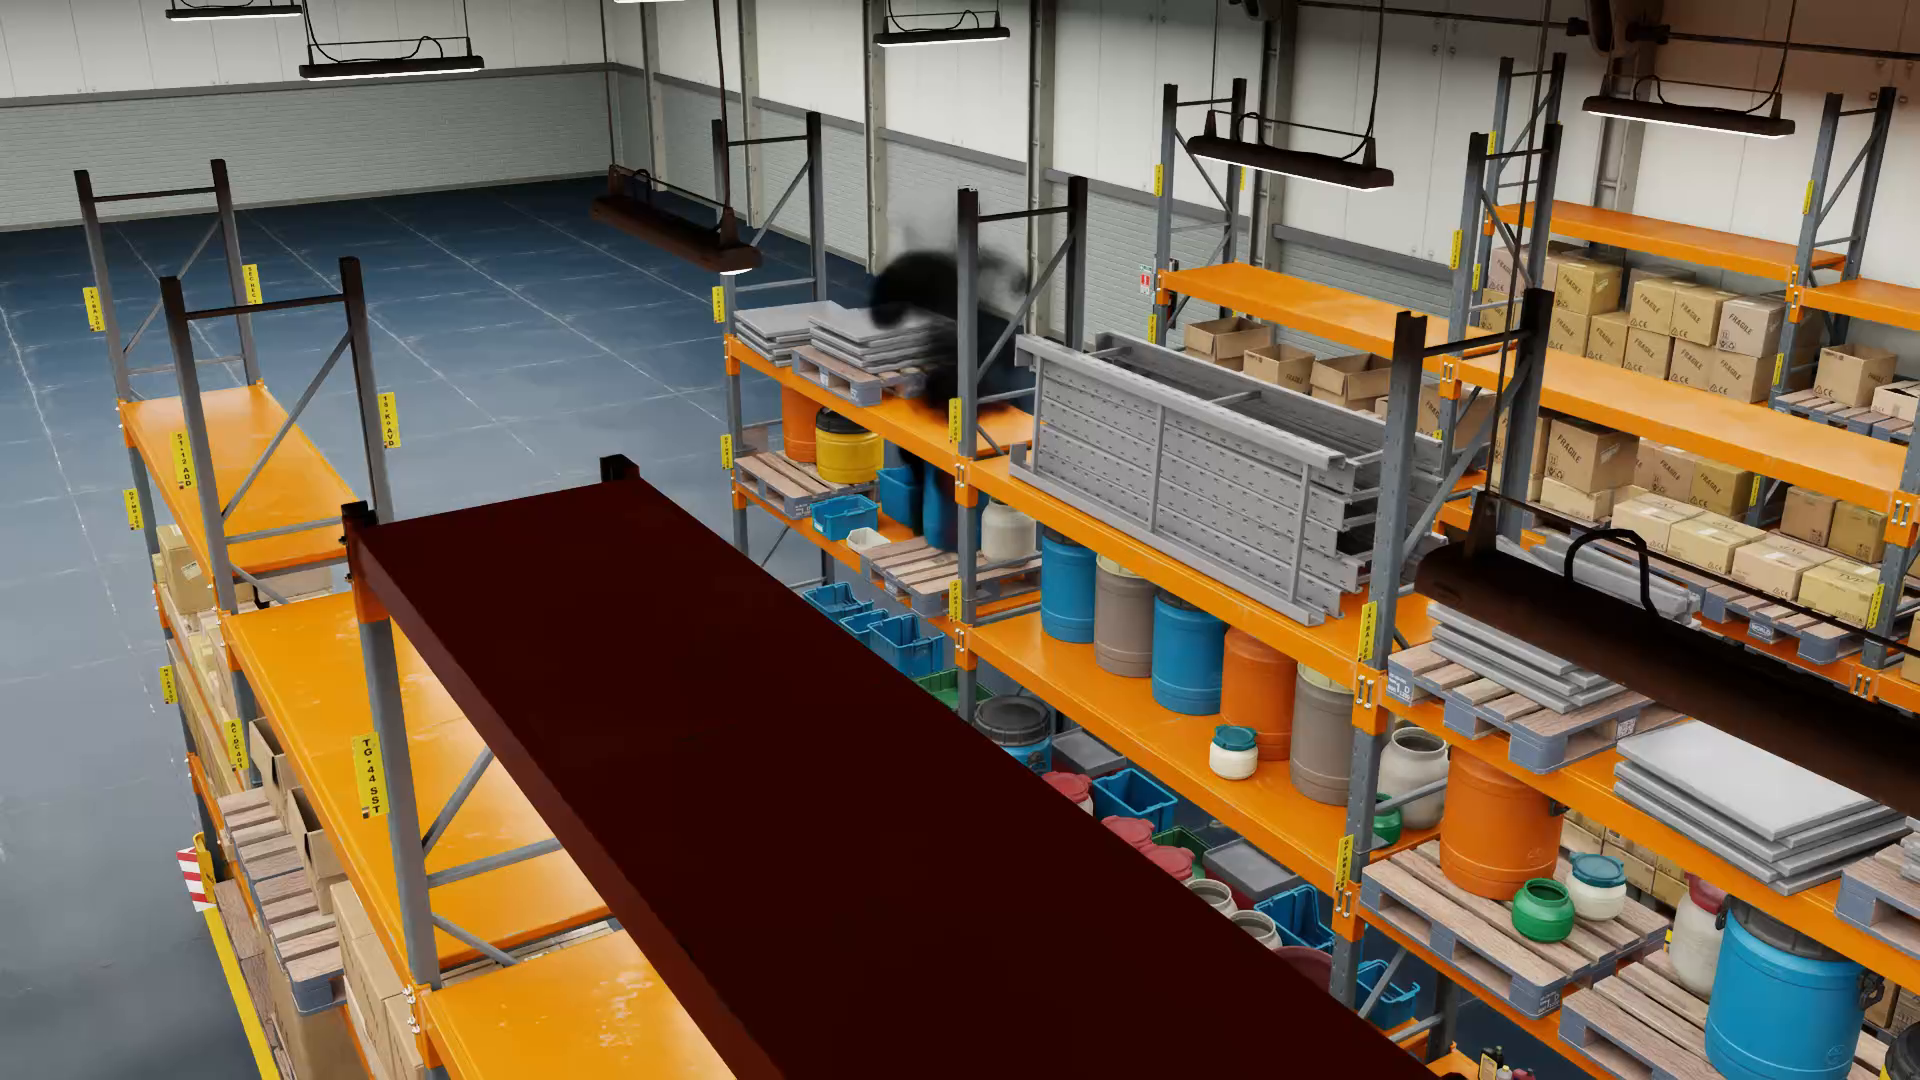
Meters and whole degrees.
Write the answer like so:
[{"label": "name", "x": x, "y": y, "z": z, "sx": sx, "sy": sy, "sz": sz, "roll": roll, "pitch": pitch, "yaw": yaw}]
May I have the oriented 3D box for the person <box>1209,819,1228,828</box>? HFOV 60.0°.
[{"label": "person", "x": 2.339, "y": 1.800, "z": 13.875, "sx": 0.543, "sy": 1.766, "sz": 0.766, "roll": -14, "pitch": 26, "yaw": -30}]
